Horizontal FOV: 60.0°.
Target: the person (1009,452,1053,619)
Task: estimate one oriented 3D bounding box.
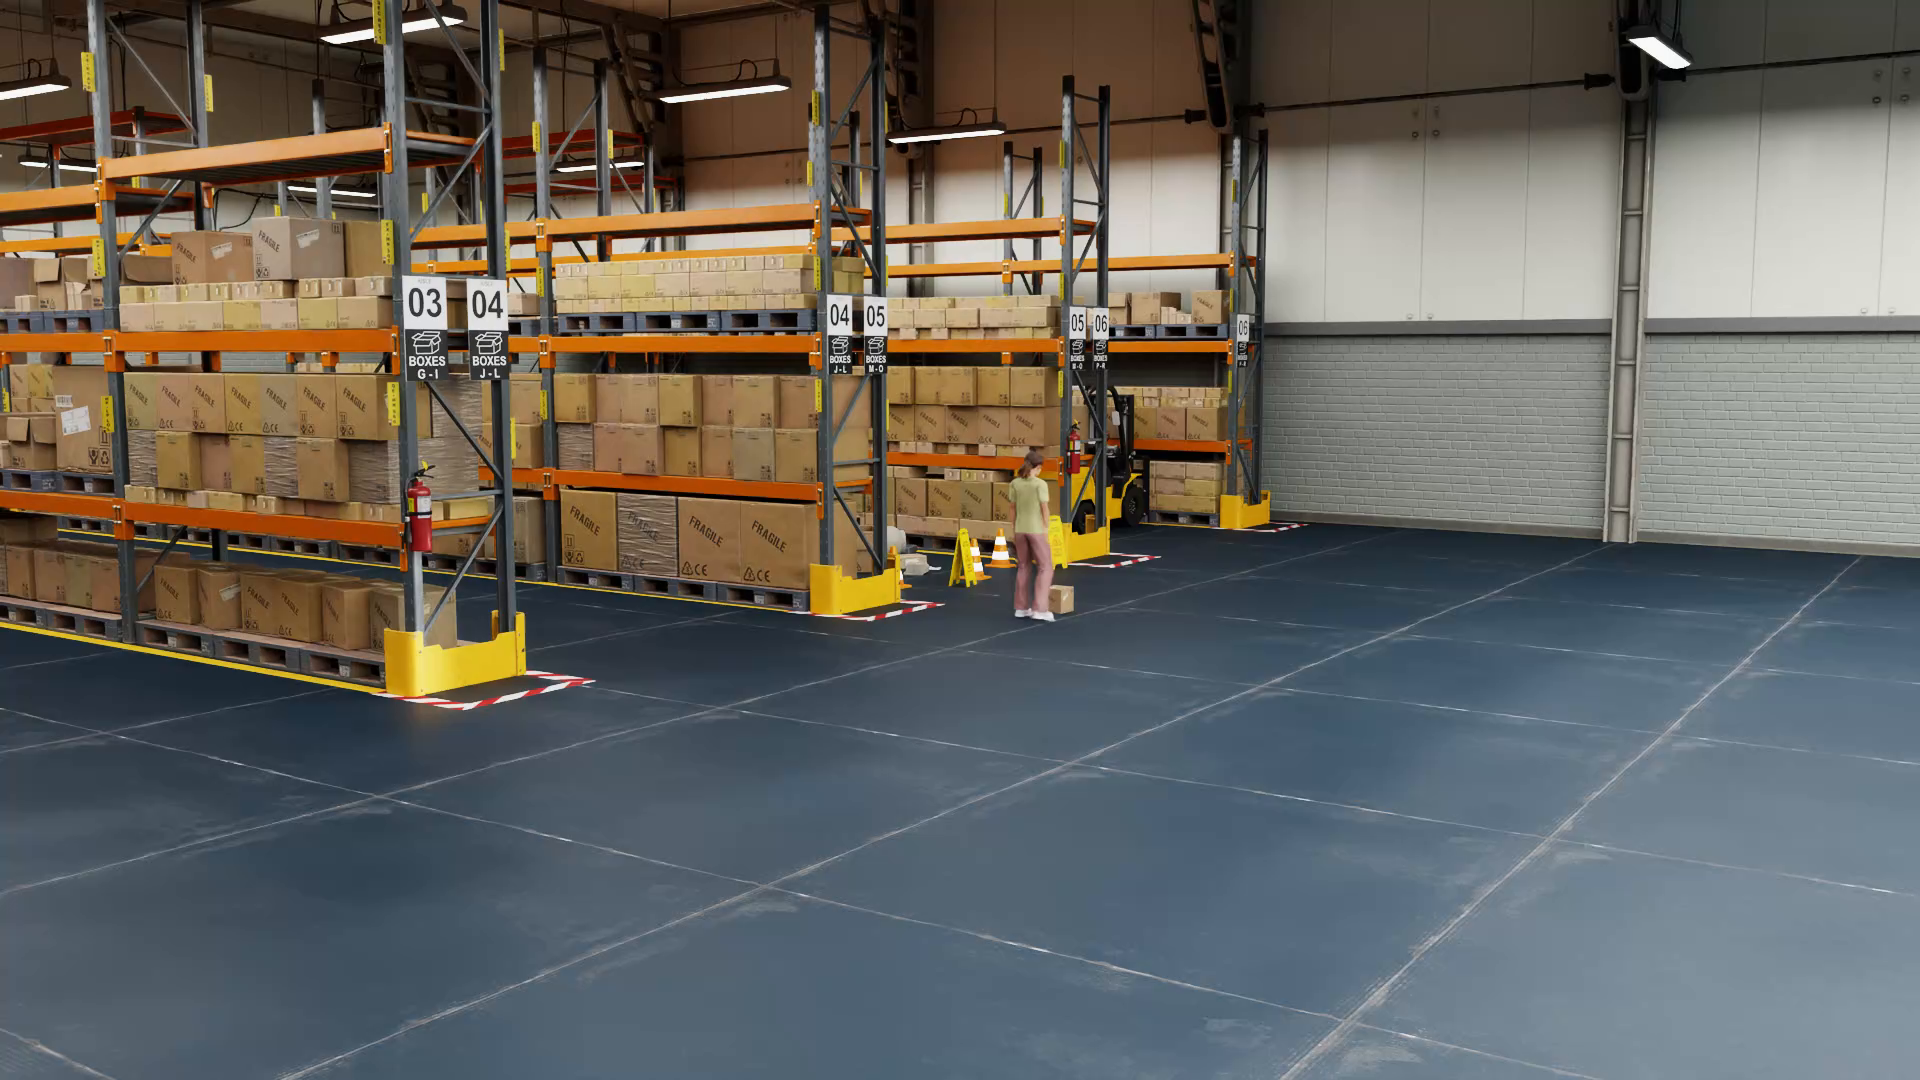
[{"bbox_3d":[0.700,-0.047,16.520,0.458,1.659,0.351,4,8,35],"label":"person"}]
